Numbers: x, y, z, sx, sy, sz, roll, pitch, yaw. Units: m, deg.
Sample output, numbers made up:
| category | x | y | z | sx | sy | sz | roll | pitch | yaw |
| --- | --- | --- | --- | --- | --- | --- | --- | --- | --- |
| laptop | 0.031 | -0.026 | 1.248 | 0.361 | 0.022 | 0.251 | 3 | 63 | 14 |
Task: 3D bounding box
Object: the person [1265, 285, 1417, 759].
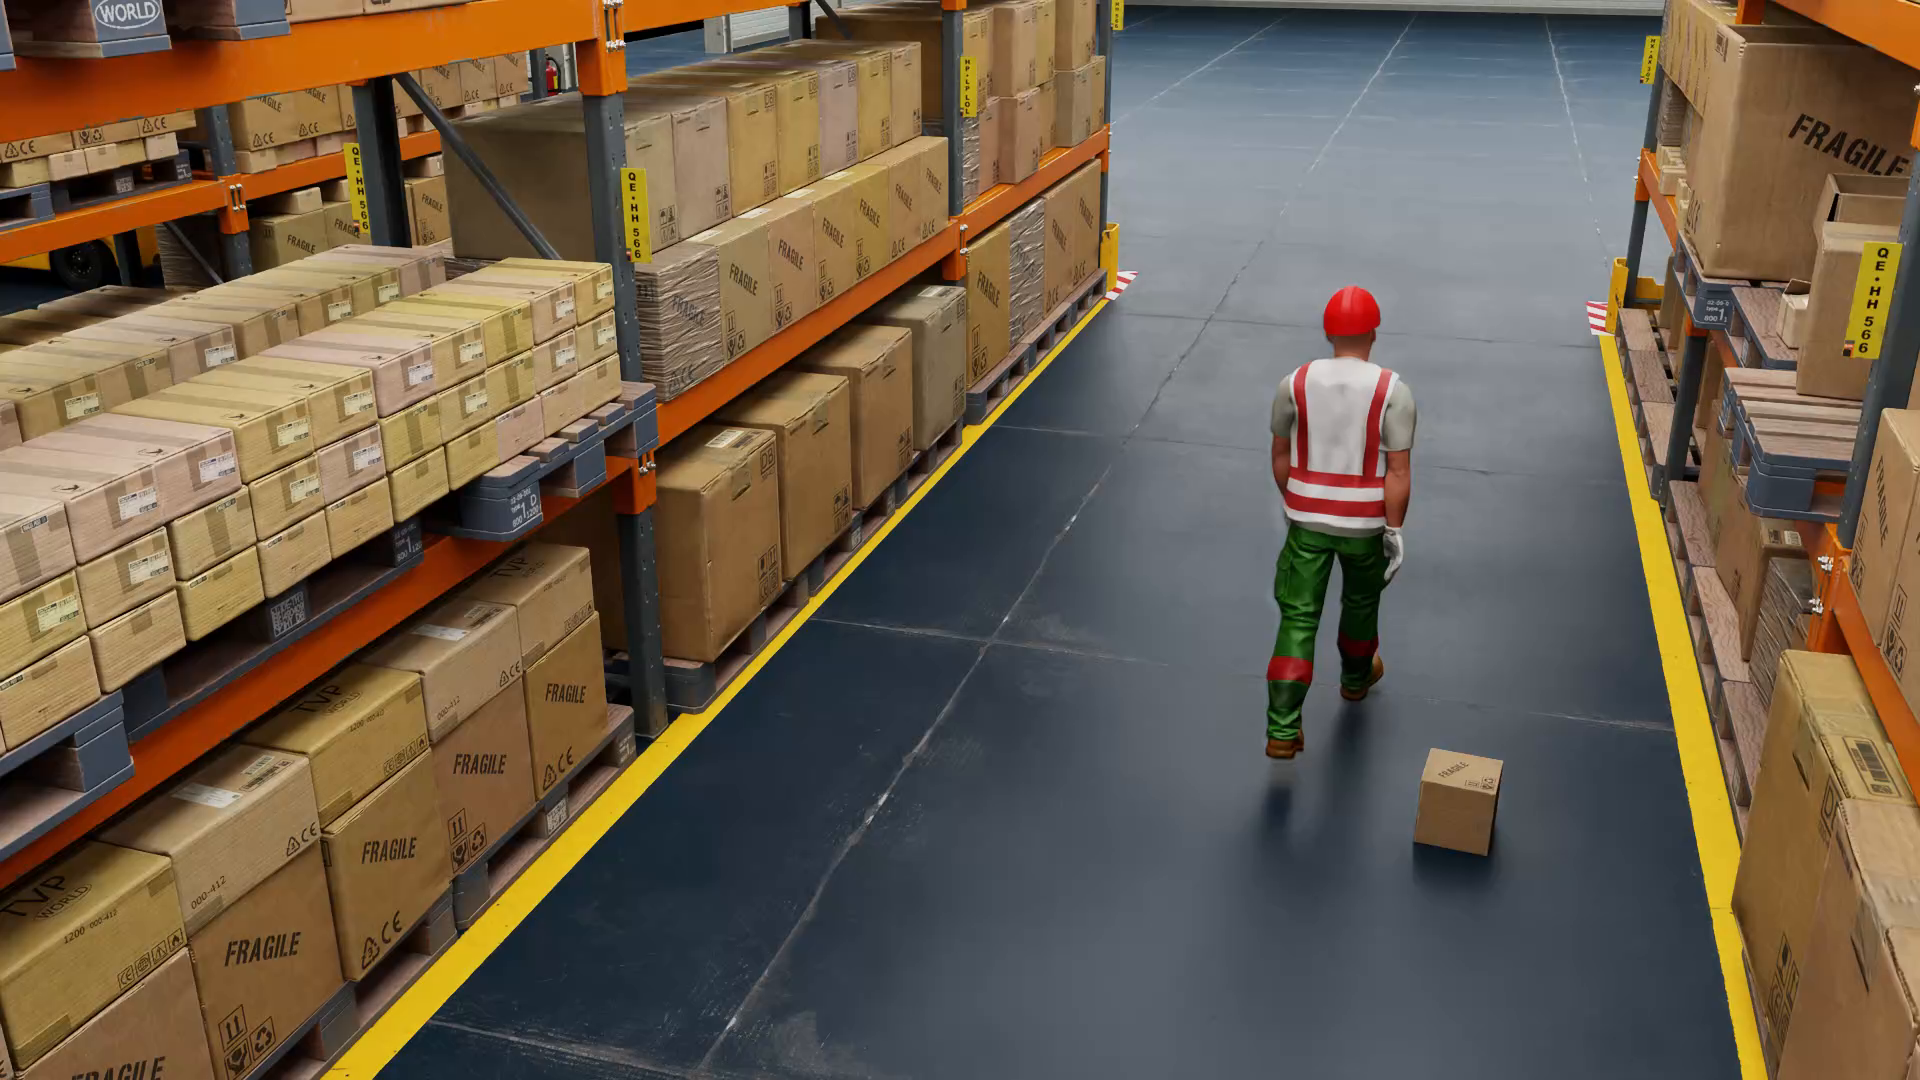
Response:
| category | x | y | z | sx | sy | sz | roll | pitch | yaw |
| --- | --- | --- | --- | --- | --- | --- | --- | --- | --- |
| person | 1.418 | -0.084 | 6.273 | 0.540 | 1.752 | 1.046 | 7 | 23 | 18 |
